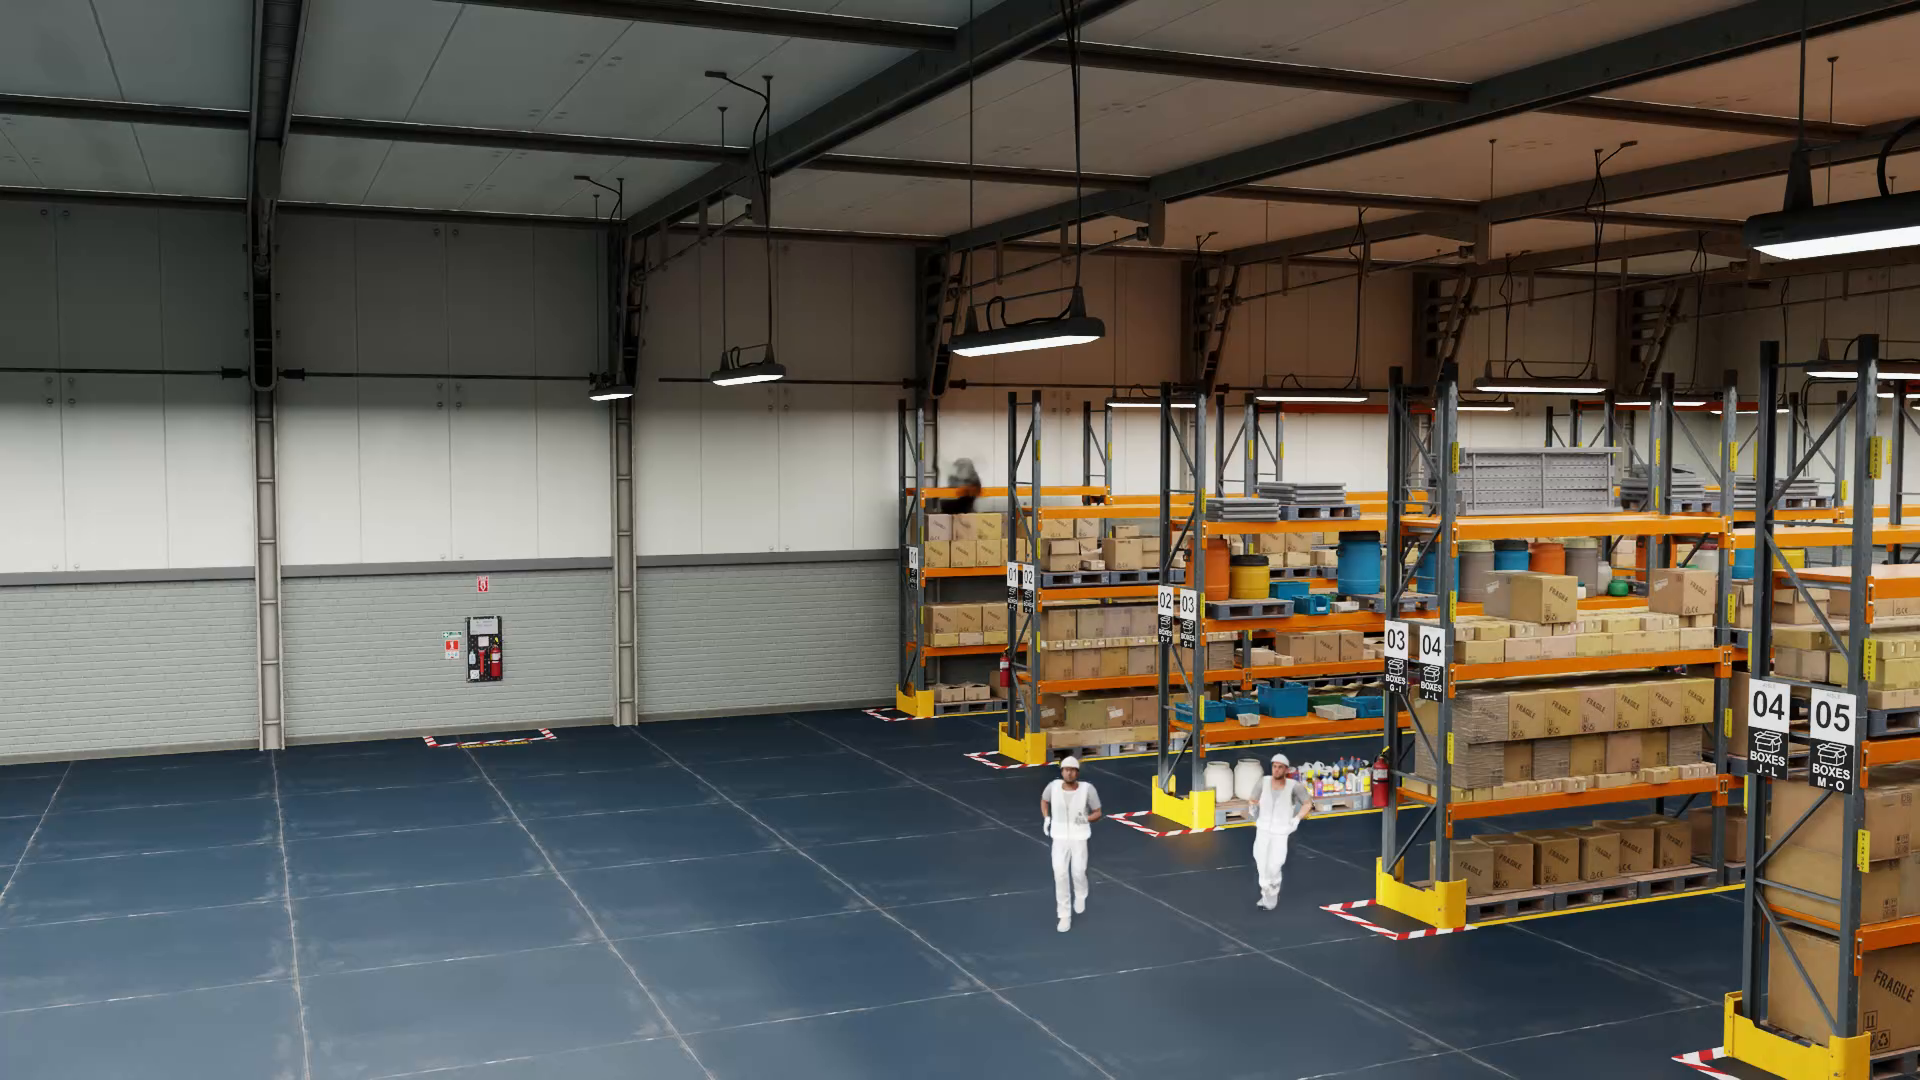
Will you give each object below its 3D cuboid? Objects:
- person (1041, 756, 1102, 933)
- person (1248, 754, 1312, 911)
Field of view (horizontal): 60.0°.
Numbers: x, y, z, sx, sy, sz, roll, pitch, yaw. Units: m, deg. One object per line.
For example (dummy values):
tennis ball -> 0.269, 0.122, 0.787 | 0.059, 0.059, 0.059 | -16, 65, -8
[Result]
person -> 1.186, 3.212, 17.848 | 0.677, 1.793, 0.862 | 1, 3, 9
person -> 3.455, 3.218, 18.224 | 0.662, 1.754, 0.643 | 2, 4, 30
